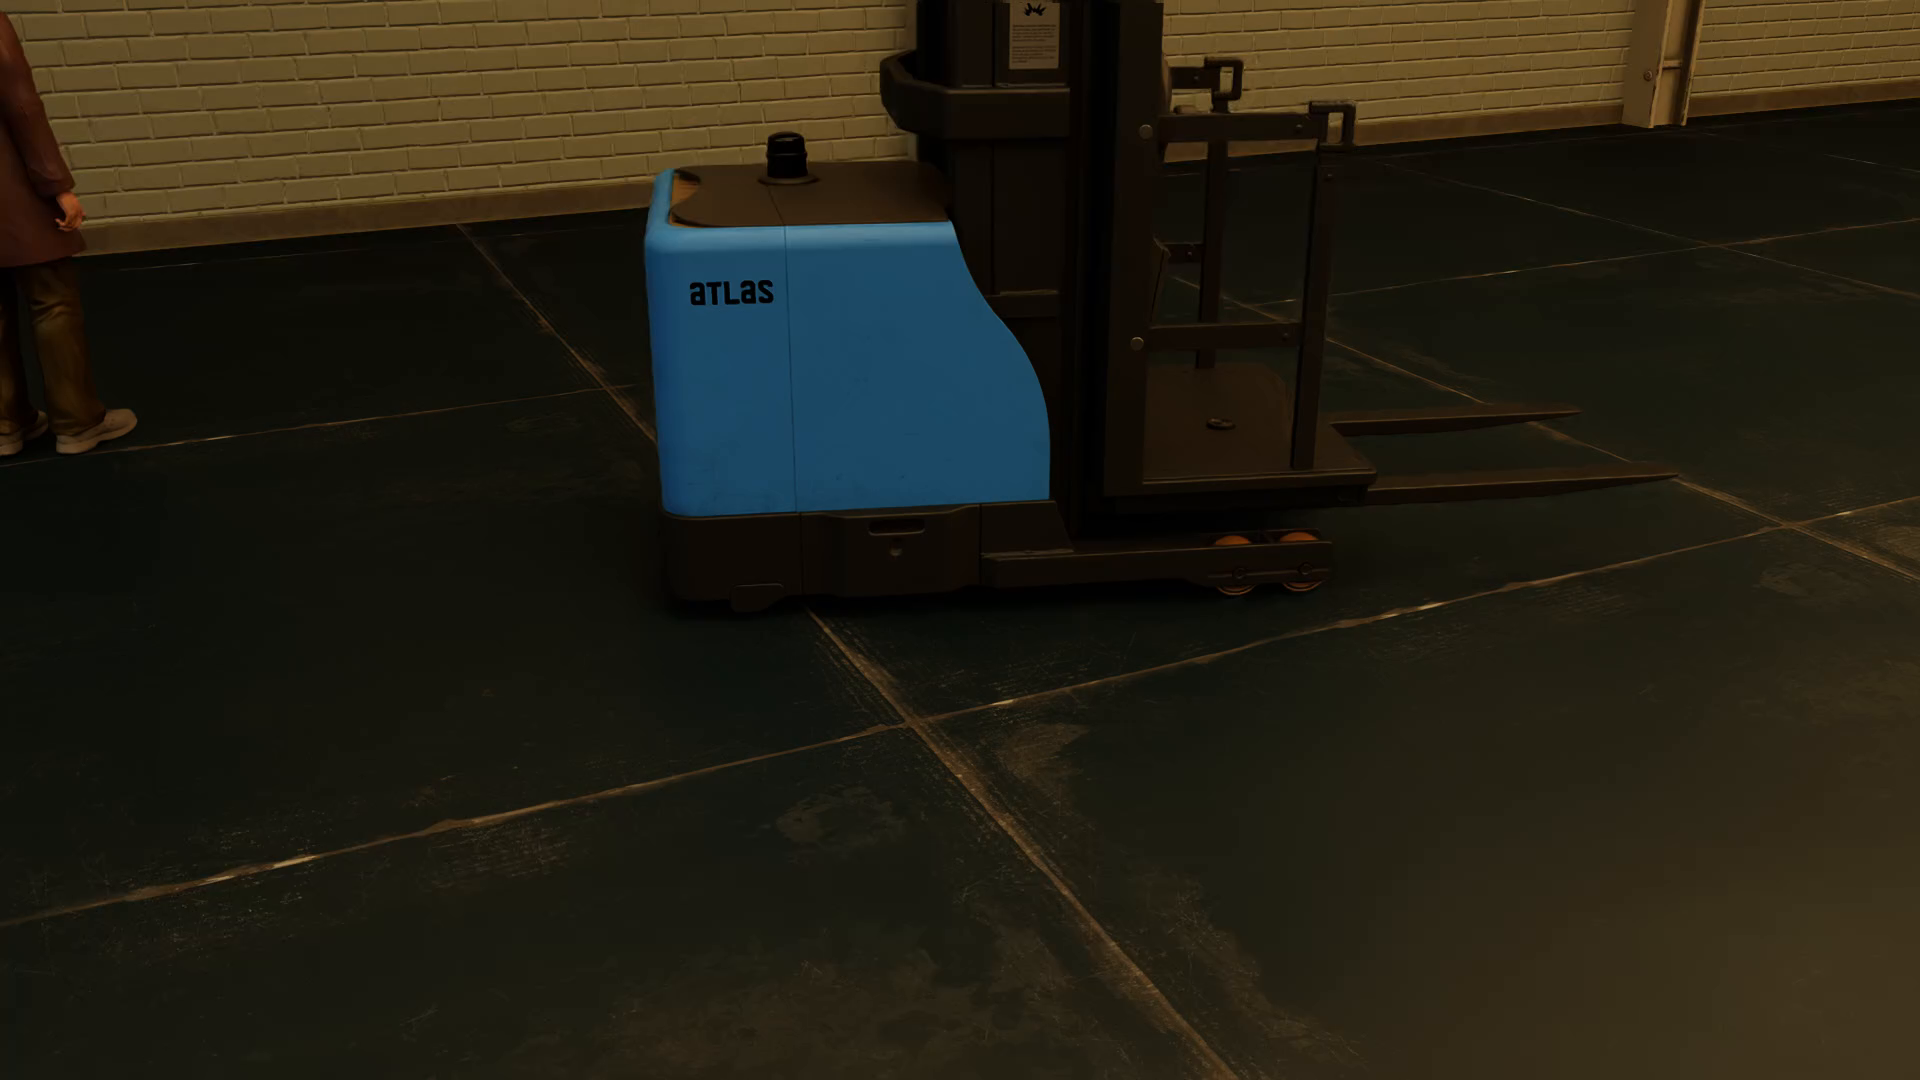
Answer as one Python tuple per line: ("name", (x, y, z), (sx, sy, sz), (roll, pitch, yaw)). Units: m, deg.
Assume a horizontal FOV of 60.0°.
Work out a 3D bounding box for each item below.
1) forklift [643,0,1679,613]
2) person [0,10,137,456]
("forklift", (0.624, -1.394, 4.643), (3.031, 2.935, 1.130), (-3, 23, -7))
("person", (-3.247, -1.175, 5.621), (0.643, 1.777, 0.421), (2, 23, 5))
